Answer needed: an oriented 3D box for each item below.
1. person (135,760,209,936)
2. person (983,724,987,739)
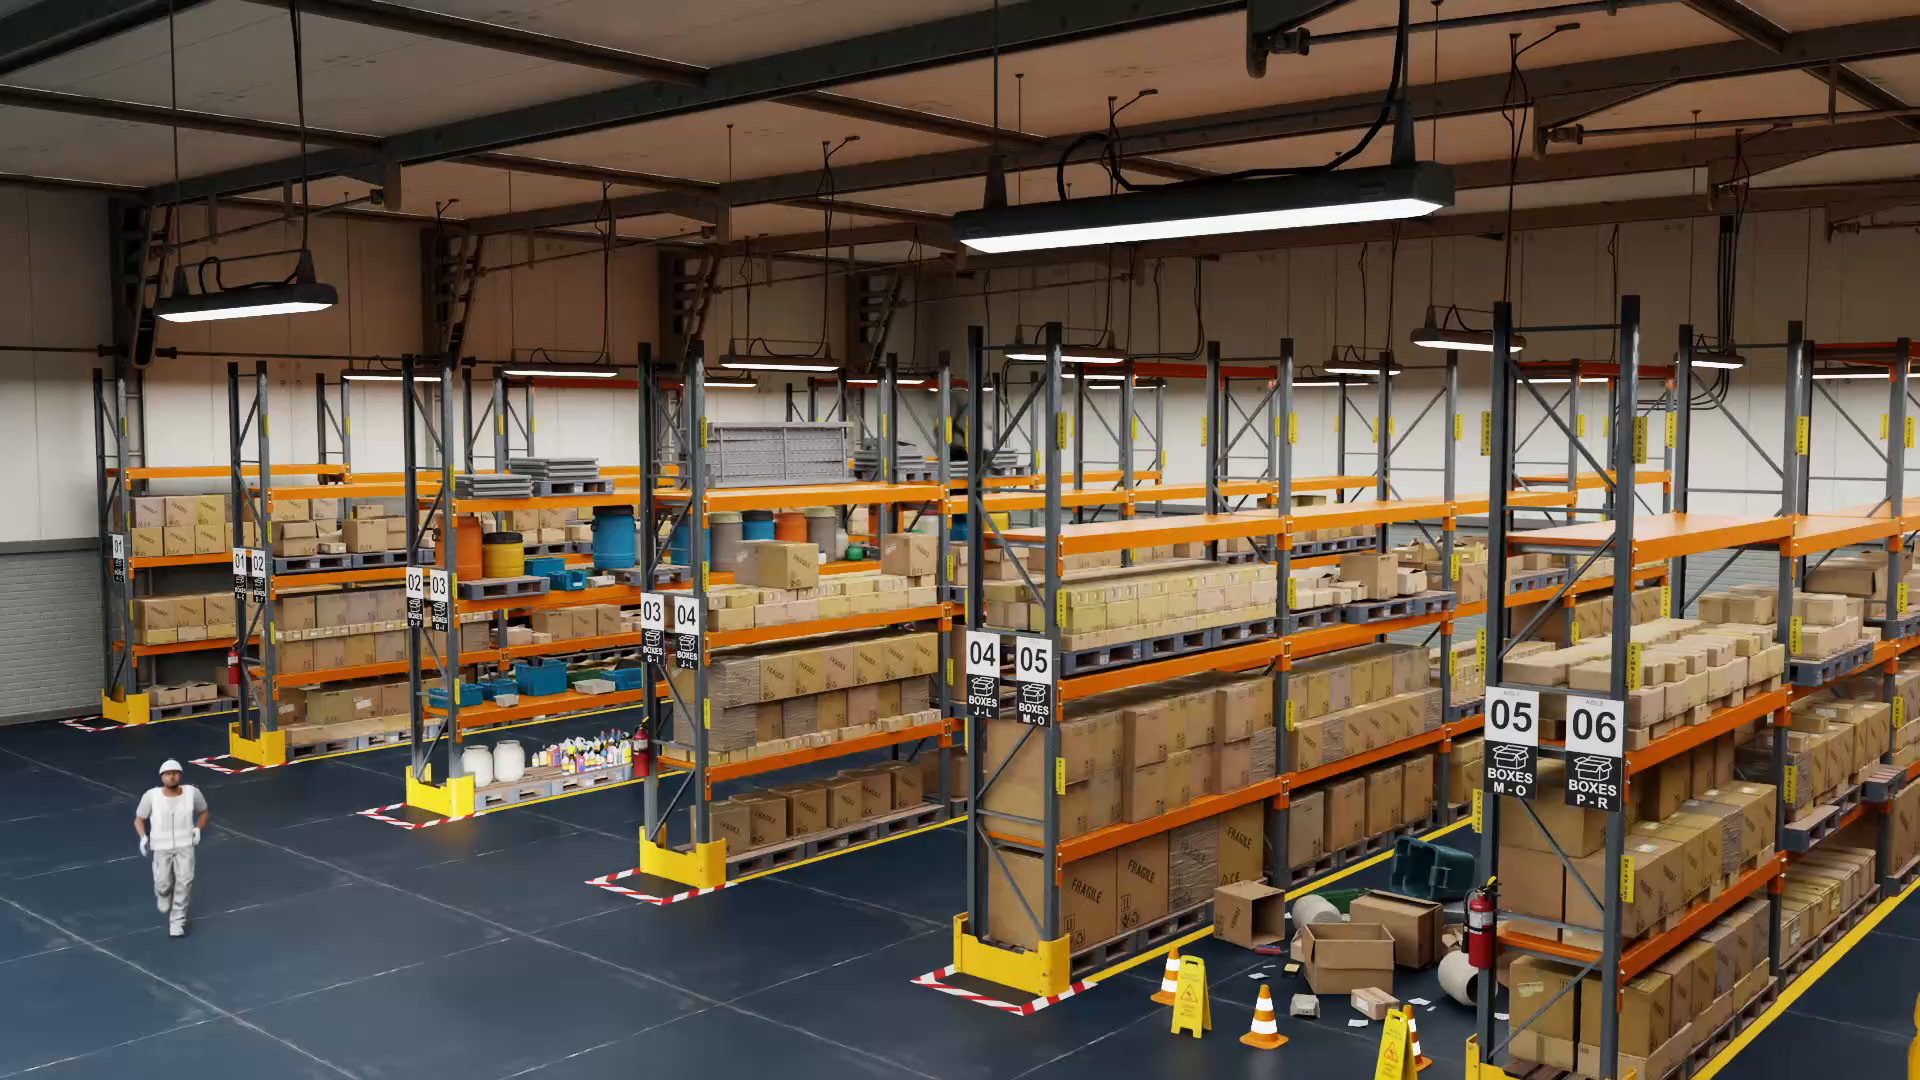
[{"bbox_3d":[-7.909,3.069,16.730,0.683,1.735,0.625,-2,5,-29],"label":"person"},{"bbox_3d":[0.436,2.150,25.220,0.692,1.755,0.565,4,6,43],"label":"person"}]
